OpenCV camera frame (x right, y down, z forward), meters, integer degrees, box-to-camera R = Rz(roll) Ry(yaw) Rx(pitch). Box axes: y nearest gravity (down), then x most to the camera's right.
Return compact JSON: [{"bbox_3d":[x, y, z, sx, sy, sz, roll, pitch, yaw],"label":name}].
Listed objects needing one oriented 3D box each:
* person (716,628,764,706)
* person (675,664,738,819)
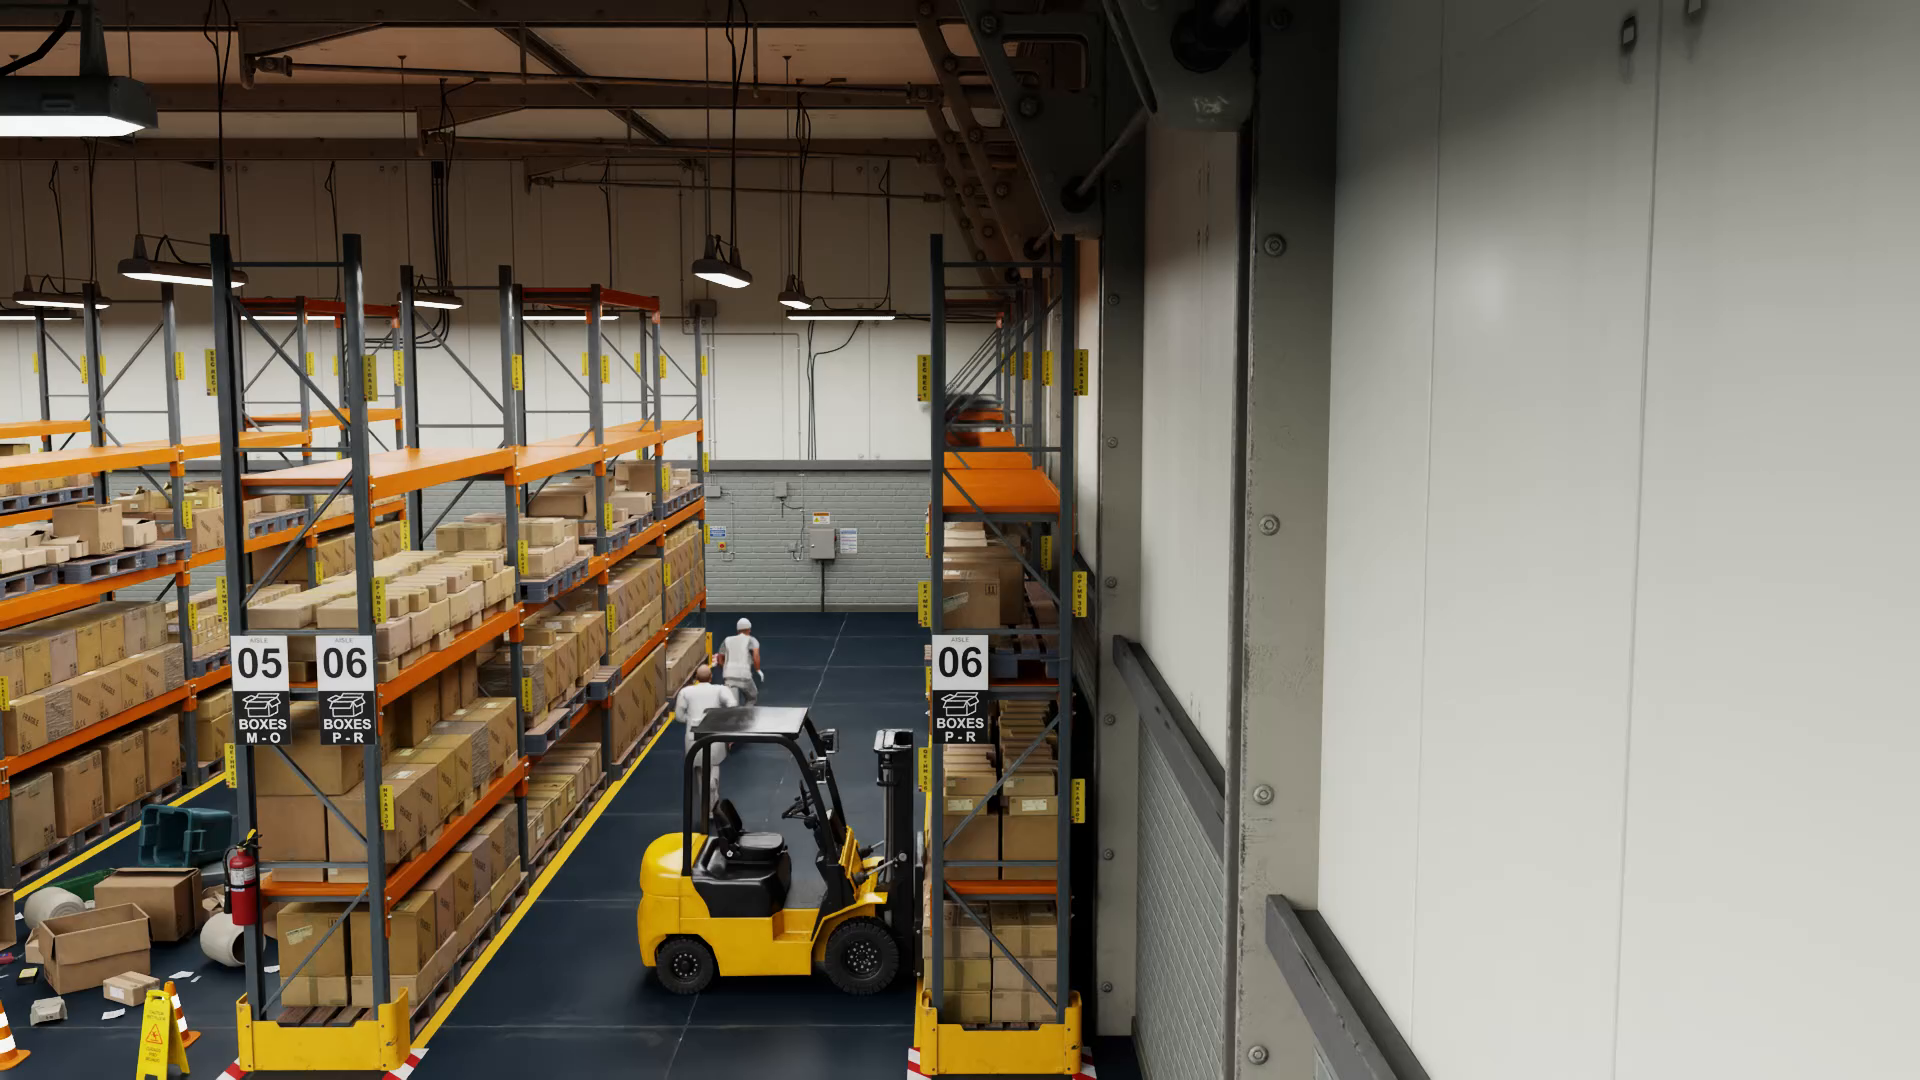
[{"bbox_3d":[-2.998,1.936,22.199,0.680,1.572,1.087,1,6,11],"label":"person"},{"bbox_3d":[-2.850,2.270,18.697,0.687,1.709,0.778,-1,6,-13],"label":"person"}]
